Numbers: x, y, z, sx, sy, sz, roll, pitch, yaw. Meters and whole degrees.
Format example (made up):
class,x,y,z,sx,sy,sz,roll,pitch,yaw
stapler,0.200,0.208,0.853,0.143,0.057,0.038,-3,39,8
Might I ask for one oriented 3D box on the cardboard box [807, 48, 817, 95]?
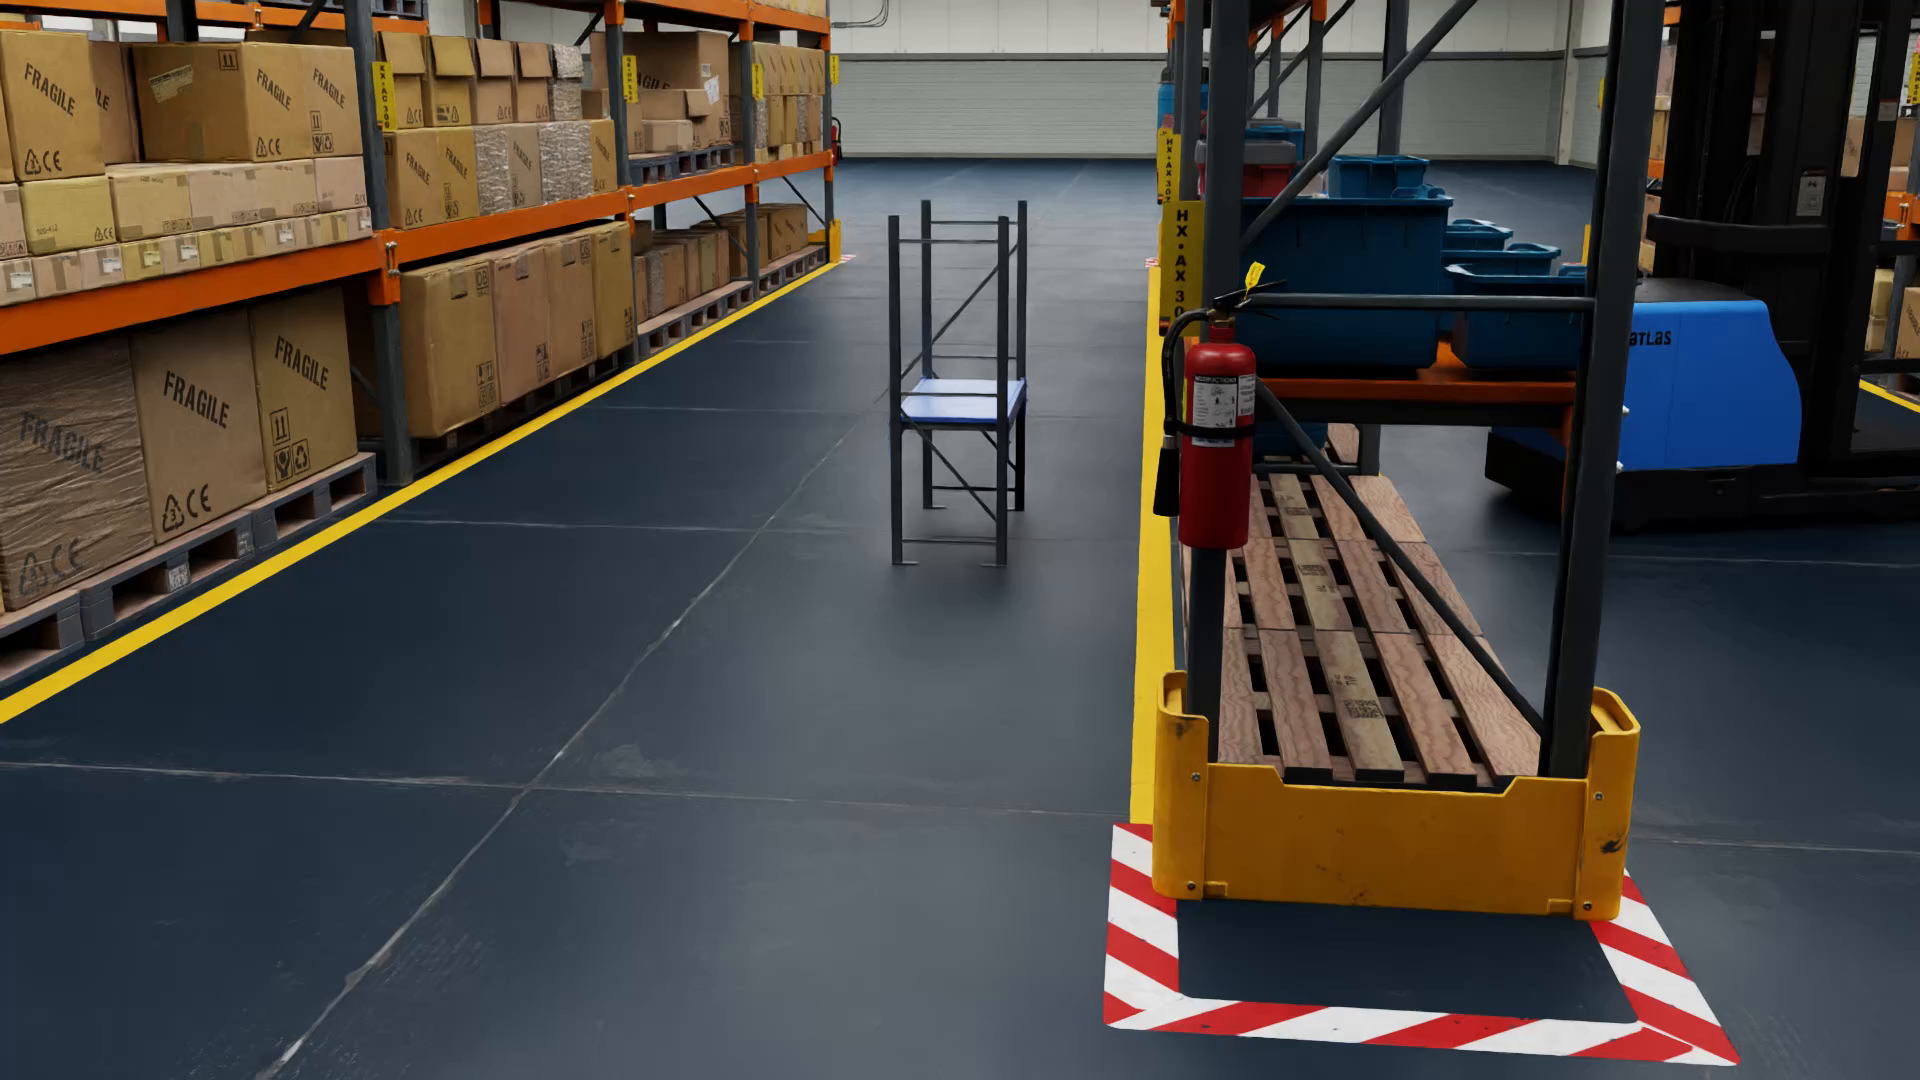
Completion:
class,x,y,z,sx,sy,sz,roll,pitch,yaw
cardboard box,-1.899,-5.254,18.668,0.500,0.500,0.500,2,15,6

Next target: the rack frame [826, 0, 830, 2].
class,x,y,z,sx,sy,sz,roll,pitch,yaw
rack frame,-2.032,-7.755,19.102,1.000,3.000,0.127,2,15,6

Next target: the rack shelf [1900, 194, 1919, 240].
class,x,y,z,sx,sy,sz,roll,pitch,yaw
rack shelf,6.683,-1.625,9.305,1.077,0.370,4.000,2,15,6

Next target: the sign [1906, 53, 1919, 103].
class,x,y,z,sx,sy,sz,roll,pitch,yaw
sign,6.356,-3.066,11.035,0.100,0.325,0.005,2,15,6

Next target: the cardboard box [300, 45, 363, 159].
class,x,y,z,sx,sy,sz,roll,pitch,yaw
cardboard box,-3.172,-2.053,7.788,0.500,0.500,0.500,2,15,8

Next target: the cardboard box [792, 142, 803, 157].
class,x,y,z,sx,sy,sz,roll,pitch,yaw
cardboard box,-1.924,-4.266,18.172,0.380,0.149,0.250,2,15,6

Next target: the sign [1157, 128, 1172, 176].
class,x,y,z,sx,sy,sz,roll,pitch,yaw
sign,1.440,-2.731,11.704,0.100,0.325,0.005,2,15,6

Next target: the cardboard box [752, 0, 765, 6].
class,x,y,z,sx,sy,sz,roll,pitch,yaw
cardboard box,-2.178,-5.306,16.080,0.500,0.250,0.500,1,15,4

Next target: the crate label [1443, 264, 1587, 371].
class,x,y,z,sx,sy,sz,roll,pitch,yaw
crate label,1.439,-0.566,4.214,0.416,0.233,0.303,2,15,6

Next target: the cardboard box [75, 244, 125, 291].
class,x,y,z,sx,sy,sz,roll,pitch,yaw
cardboard box,-3.326,-1.004,6.109,0.380,0.149,0.250,2,15,6

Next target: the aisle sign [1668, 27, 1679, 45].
class,x,y,z,sx,sy,sz,roll,pitch,yaw
aisle sign,8.110,-5.830,18.494,0.394,0.787,0.004,2,15,6

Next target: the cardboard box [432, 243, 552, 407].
class,x,y,z,sx,sy,sz,roll,pitch,yaw
cardboard box,-3.233,-1.322,10.071,1.225,0.875,0.875,1,15,4

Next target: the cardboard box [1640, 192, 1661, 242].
class,x,y,z,sx,sy,sz,roll,pitch,yaw
cardboard box,7.431,-3.411,17.558,0.500,0.500,0.500,2,15,6

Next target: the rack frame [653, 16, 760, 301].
class,x,y,z,sx,sy,sz,roll,pitch,yaw
rack frame,-2.483,-3.822,16.049,1.000,3.000,0.127,2,15,6

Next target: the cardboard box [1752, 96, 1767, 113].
class,x,y,z,sx,sy,sz,roll,pitch,yaw
cardboard box,7.177,-3.967,15.152,0.380,0.149,0.250,2,15,6

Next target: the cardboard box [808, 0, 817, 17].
class,x,y,z,sx,sy,sz,roll,pitch,yaw
cardboard box,-1.887,-5.973,18.544,0.500,0.250,0.500,2,15,7

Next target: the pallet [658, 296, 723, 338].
class,x,y,z,sx,sy,sz,roll,pitch,yaw
pallet,-2.705,-1.956,14.492,1.003,0.211,1.213,2,15,6

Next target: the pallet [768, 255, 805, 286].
class,x,y,z,sx,sy,sz,roll,pitch,yaw
pallet,-2.307,-2.968,18.234,1.003,0.211,1.213,2,15,6

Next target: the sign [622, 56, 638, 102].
class,x,y,z,sx,sy,sz,roll,pitch,yaw
sign,-2.382,-3.328,12.003,0.100,0.325,0.005,2,15,6

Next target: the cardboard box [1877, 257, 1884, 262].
class,x,y,z,sx,sy,sz,roll,pitch,yaw
cardboard box,6.835,-2.046,12.872,0.500,0.311,0.500,2,15,6

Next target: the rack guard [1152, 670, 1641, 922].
class,x,y,z,sx,sy,sz,roll,pitch,yaw
rack guard,1.094,0.650,4.301,1.175,0.500,0.348,2,15,6

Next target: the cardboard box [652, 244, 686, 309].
class,x,y,z,sx,sy,sz,roll,pitch,yaw
cardboard box,-2.772,-2.256,14.204,0.700,0.500,0.500,3,15,11

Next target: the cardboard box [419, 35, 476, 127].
class,x,y,z,sx,sy,sz,roll,pitch,yaw
cardboard box,-3.233,-2.623,9.502,0.797,0.503,0.637,2,15,7

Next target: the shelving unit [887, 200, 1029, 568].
class,x,y,z,sx,sy,sz,roll,pitch,yaw
shelving unit,0.010,-0.746,7.548,0.538,1.500,1.048,2,15,6

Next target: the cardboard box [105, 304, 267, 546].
class,x,y,z,sx,sy,sz,roll,pitch,yaw
cardboard box,-3.641,-0.522,7.110,0.875,0.875,0.875,2,15,6

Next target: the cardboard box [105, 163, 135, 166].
class,x,y,z,sx,sy,sz,roll,pitch,yaw
cardboard box,-3.813,-1.440,6.960,0.500,0.250,0.500,2,15,8

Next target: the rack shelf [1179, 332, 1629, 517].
class,x,y,z,sx,sy,sz,roll,pitch,yaw
rack shelf,1.310,-0.735,6.011,1.077,0.370,4.000,2,15,6

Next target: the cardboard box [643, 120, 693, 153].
class,x,y,z,sx,sy,sz,roll,pitch,yaw
cardboard box,-2.517,-3.342,13.759,0.500,0.250,0.500,1,15,5

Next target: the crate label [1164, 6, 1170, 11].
class,x,y,z,sx,sy,sz,roll,pitch,yaw
crate label,2.350,-5.614,17.214,0.502,0.251,0.408,2,15,6

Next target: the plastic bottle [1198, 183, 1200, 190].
class,x,y,z,sx,sy,sz,roll,pitch,yaw
plastic bottle,1.240,-1.718,8.491,0.061,0.283,0.133,2,15,6

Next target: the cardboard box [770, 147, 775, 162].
class,x,y,z,sx,sy,sz,roll,pitch,yaw
cardboard box,-2.099,-3.942,16.977,0.380,0.149,0.250,2,15,6

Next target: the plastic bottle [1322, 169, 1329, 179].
class,x,y,z,sx,sy,sz,roll,pitch,yaw
plastic bottle,2.097,-1.950,9.365,0.152,0.276,0.135,2,15,6

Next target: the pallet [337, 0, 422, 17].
class,x,y,z,sx,sy,sz,roll,pitch,yaw
pallet,-7.022,-6.244,19.430,1.003,0.211,1.213,2,15,6

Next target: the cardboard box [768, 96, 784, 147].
class,x,y,z,sx,sy,sz,roll,pitch,yaw
cardboard box,-2.279,-4.257,16.897,0.875,0.500,0.500,2,15,6

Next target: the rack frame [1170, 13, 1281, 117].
class,x,y,z,sx,sy,sz,roll,pitch,yaw
rack frame,2.438,-3.676,15.509,1.000,3.000,0.127,2,15,6

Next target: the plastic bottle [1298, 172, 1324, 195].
class,x,y,z,sx,sy,sz,roll,pitch,yaw
plastic bottle,1.920,-1.894,9.159,0.152,0.276,0.135,2,15,6

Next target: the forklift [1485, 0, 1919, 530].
class,x,y,z,sx,sy,sz,roll,pitch,yaw
forklift,4.280,-1.631,8.080,3.031,2.935,1.130,-3,15,-11

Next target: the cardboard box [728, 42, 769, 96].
class,x,y,z,sx,sy,sz,roll,pitch,yaw
cardboard box,-2.180,-4.605,16.270,0.500,0.500,0.500,2,15,6

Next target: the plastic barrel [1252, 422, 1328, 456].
class,x,y,z,sx,sy,sz,roll,pitch,yaw
plastic barrel,1.614,-0.931,8.575,0.600,0.901,0.708,2,15,6

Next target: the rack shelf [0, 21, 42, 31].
class,x,y,z,sx,sy,sz,roll,pitch,yaw
rack shelf,-12.104,-5.733,18.749,1.077,0.370,4.000,2,15,6

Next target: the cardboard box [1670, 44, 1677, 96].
class,x,y,z,sx,sy,sz,roll,pitch,yaw
cardboard box,7.573,-4.709,16.654,0.700,0.500,0.500,2,15,6

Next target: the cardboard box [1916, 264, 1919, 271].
class,x,y,z,sx,sy,sz,roll,pitch,yaw
cardboard box,7.310,-1.901,12.335,0.500,0.311,0.500,1,15,5

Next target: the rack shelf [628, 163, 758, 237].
class,x,y,z,sx,sy,sz,roll,pitch,yaw
rack shelf,-2.709,-2.956,14.224,1.077,0.370,4.000,2,15,6

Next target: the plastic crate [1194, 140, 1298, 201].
class,x,y,z,sx,sy,sz,roll,pitch,yaw
plastic crate,1.186,-1.436,6.990,0.402,0.464,0.583,2,15,6

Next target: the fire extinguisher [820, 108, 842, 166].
class,x,y,z,sx,sy,sz,roll,pitch,yaw
fire extinguisher,-1.561,-4.838,19.955,0.296,0.674,0.183,2,15,6

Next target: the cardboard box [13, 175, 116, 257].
class,x,y,z,sx,sy,sz,roll,pitch,yaw
cardboard box,-3.402,-1.162,5.931,0.500,0.250,0.500,1,15,4

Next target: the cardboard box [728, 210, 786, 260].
class,x,y,z,sx,sy,sz,roll,pitch,yaw
cardboard box,-2.242,-3.376,18.384,0.500,0.500,0.500,3,15,11

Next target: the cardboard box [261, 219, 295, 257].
class,x,y,z,sx,sy,sz,roll,pitch,yaw
cardboard box,-3.182,-1.337,7.340,0.380,0.149,0.250,2,15,7

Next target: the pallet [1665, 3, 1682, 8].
class,x,y,z,sx,sy,sz,roll,pitch,yaw
pallet,7.705,-5.789,17.747,1.003,0.211,1.213,2,15,6

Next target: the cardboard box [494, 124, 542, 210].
class,x,y,z,sx,sy,sz,roll,pitch,yaw
cardboard box,-2.920,-2.301,10.235,0.500,0.500,0.500,2,15,7
